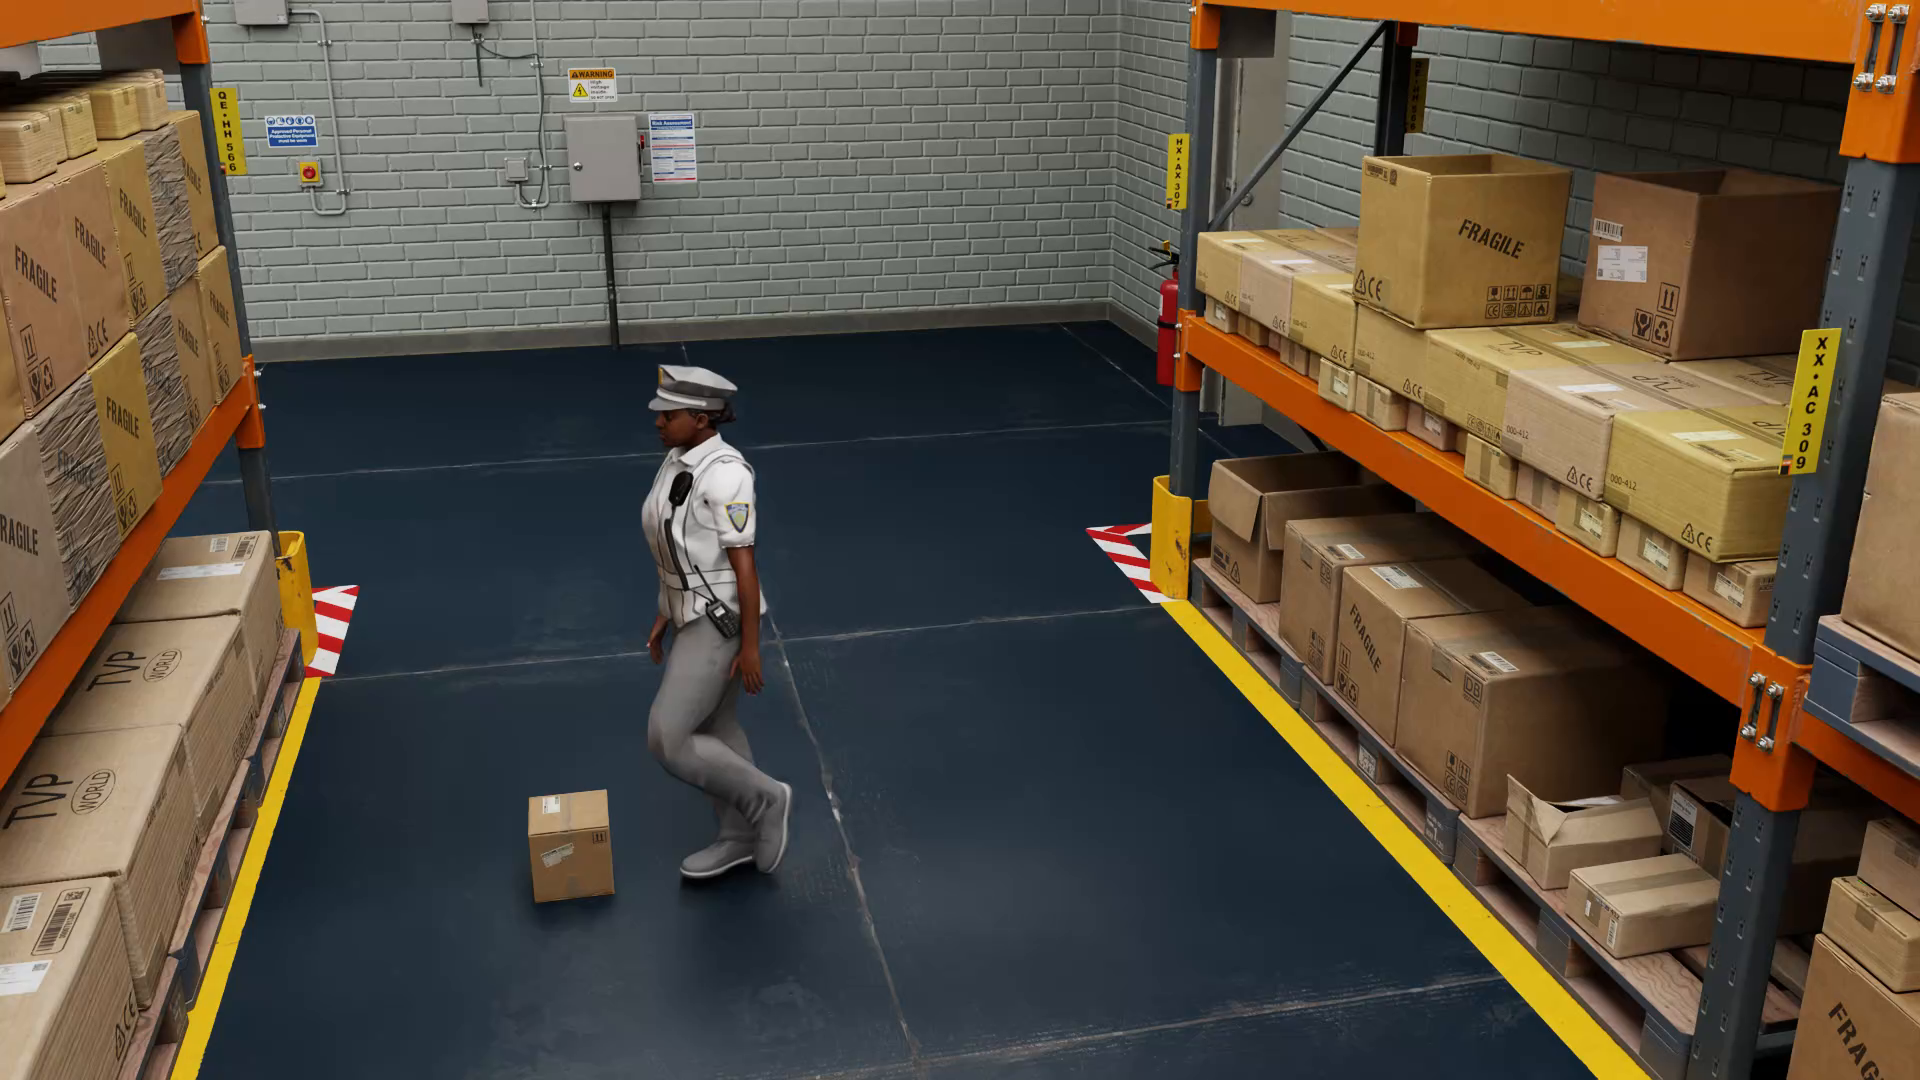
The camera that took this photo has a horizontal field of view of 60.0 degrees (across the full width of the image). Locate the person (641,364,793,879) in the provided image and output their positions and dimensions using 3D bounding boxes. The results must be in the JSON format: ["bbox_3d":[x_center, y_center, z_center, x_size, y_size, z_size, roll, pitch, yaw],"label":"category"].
[{"bbox_3d":[-0.825,0.277,5.212,0.462,1.678,0.531,-10,22,-26],"label":"person"}]
